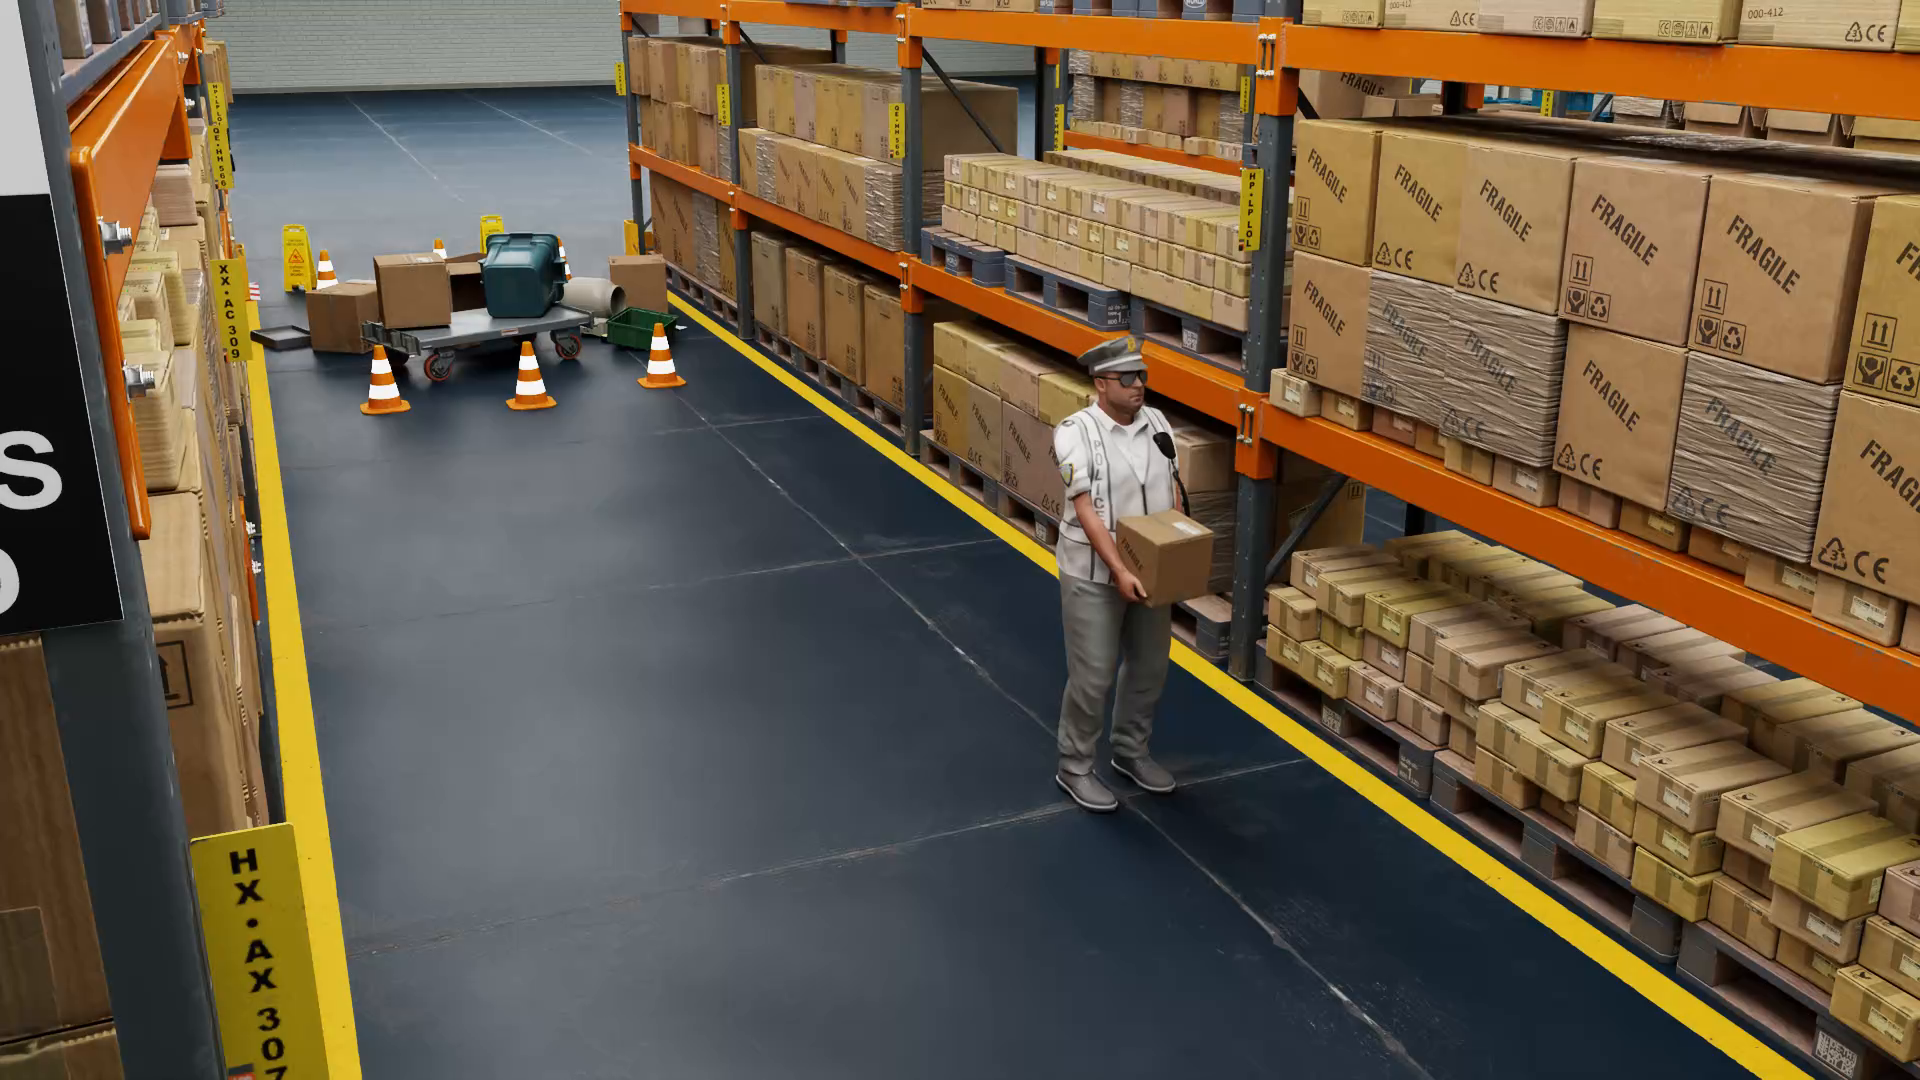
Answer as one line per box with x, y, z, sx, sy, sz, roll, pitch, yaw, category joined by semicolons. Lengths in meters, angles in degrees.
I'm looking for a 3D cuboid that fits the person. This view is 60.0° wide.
0.633;0.129;6.142;0.493;1.767;0.566;-11;22;-30;person
